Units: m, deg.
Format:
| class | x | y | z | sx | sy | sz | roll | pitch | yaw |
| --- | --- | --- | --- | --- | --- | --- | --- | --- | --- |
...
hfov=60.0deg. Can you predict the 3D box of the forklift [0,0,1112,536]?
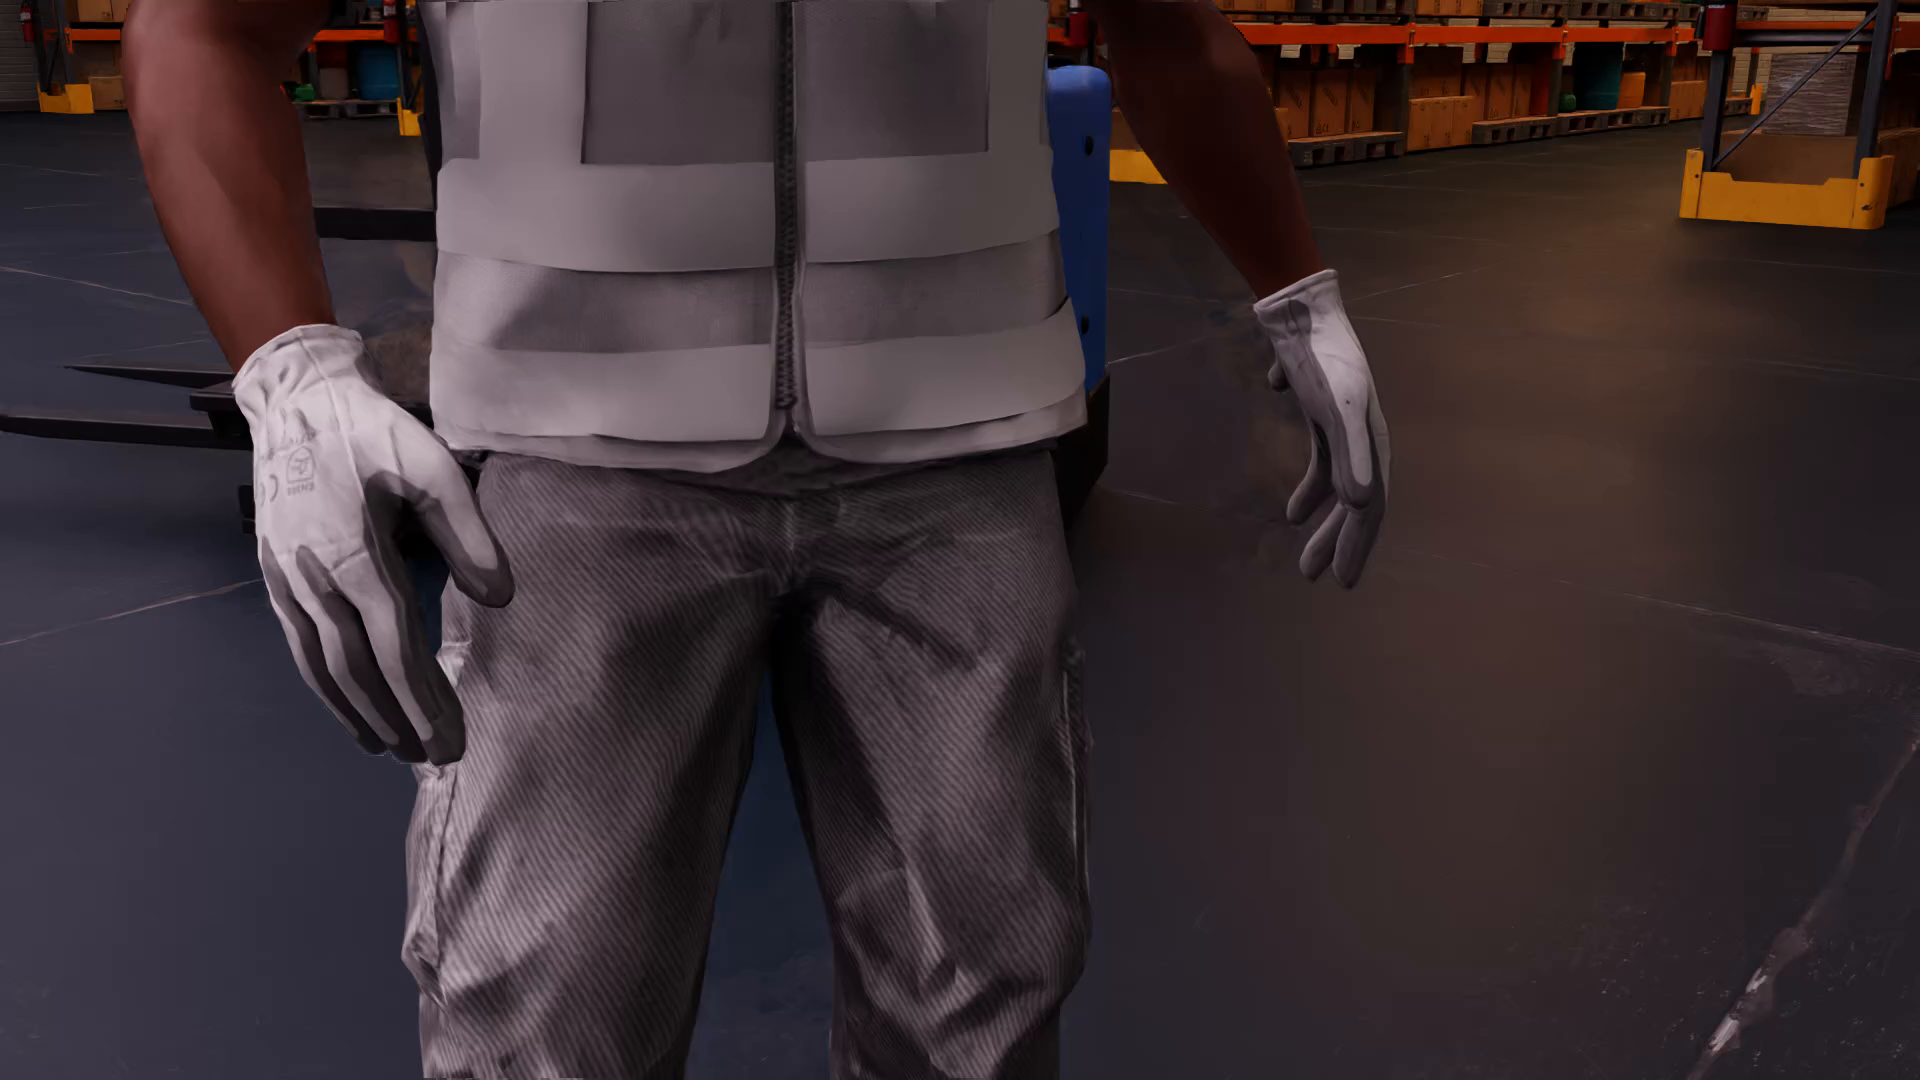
| class | x | y | z | sx | sy | sz | roll | pitch | yaw |
| --- | --- | --- | --- | --- | --- | --- | --- | --- | --- |
| forklift | -1.188 | -1.515 | 3.886 | 3.031 | 2.935 | 1.130 | 4 | 17 | 13 |
